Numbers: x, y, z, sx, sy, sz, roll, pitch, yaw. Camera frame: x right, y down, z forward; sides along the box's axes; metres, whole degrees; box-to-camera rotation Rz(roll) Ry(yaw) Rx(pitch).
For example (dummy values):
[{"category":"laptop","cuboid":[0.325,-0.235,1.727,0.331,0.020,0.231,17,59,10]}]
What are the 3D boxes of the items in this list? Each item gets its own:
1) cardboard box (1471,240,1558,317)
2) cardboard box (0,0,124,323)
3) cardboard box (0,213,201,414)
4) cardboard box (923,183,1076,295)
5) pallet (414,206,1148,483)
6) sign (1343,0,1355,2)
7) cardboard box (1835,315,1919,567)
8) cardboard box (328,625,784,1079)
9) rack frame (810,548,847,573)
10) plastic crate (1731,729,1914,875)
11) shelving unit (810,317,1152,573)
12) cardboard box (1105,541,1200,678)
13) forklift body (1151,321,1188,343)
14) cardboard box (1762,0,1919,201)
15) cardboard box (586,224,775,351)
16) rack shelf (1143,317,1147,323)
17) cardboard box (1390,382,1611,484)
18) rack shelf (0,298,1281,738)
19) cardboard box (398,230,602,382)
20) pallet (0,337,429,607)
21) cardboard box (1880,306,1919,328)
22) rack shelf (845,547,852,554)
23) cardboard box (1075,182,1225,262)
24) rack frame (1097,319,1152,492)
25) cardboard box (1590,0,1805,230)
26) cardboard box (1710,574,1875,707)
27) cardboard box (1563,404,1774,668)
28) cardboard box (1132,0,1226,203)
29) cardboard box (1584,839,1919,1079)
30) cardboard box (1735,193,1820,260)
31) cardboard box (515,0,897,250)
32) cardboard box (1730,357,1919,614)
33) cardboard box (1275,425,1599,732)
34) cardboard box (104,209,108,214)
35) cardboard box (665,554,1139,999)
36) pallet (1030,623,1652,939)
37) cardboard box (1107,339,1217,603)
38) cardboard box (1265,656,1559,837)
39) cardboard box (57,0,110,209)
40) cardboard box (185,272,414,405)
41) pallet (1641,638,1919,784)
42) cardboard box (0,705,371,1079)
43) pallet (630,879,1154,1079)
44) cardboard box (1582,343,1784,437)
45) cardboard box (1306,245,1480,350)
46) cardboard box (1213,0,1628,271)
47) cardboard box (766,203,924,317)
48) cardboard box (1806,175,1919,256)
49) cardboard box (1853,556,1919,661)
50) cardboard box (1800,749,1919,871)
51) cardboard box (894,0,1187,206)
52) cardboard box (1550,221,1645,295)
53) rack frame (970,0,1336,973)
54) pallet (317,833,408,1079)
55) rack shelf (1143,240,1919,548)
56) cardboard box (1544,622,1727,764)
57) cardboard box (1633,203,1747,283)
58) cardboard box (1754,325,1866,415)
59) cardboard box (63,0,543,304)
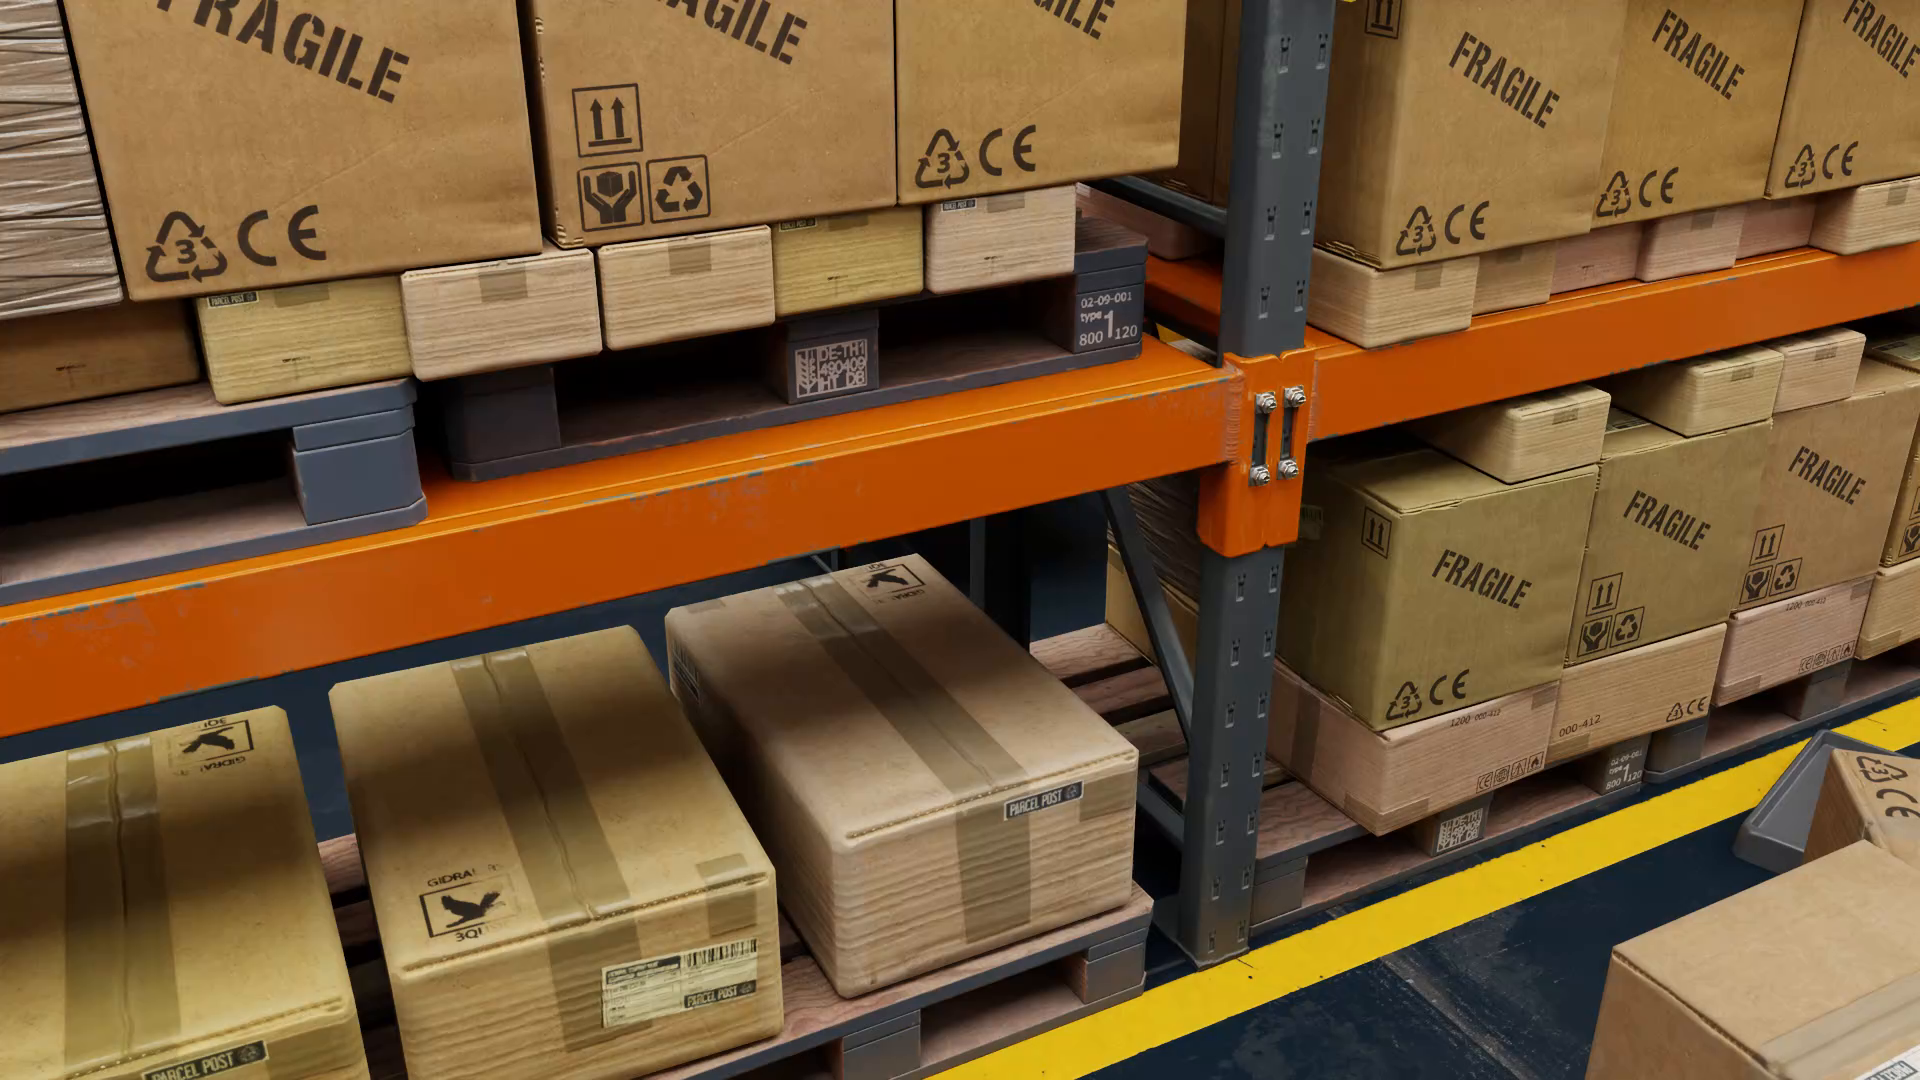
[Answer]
[{"category":"cardboard box","cuboid":[0.937,-0.570,3.261,0.250,0.149,0.380,-12,28,-24]},{"category":"cardboard box","cuboid":[-1.347,-0.545,1.976,0.500,0.500,0.500,-14,29,-27]},{"category":"cardboard box","cuboid":[-1.202,-0.319,2.254,0.250,0.149,0.380,-14,29,-27]},{"category":"cardboard box","cuboid":[-0.014,-0.536,2.705,0.250,0.149,0.380,-13,28,-24]},{"category":"pallet","cuboid":[-0.433,-0.483,3.013,1.213,0.211,1.003,-13,29,-25]},{"category":"sign","cuboid":[0.574,-0.981,2.489,0.005,0.325,0.100,-13,29,-25]},{"category":"cardboard box","cuboid":[2.348,-0.302,4.239,0.500,0.500,0.500,-14,29,-26]},{"category":"cardboard box","cuboid":[-0.784,0.581,3.125,0.625,0.372,0.950,-11,28,-22]},{"category":"rack frame","cuboid":[-0.455,-0.402,4.788,0.032,1.125,0.500,-13,29,-25]},{"category":"plastic crate","cuboid":[2.081,0.640,3.825,0.402,0.080,0.583,21,33,37]},{"category":"shelving unit","cuboid":[-0.006,-0.506,5.004,1.048,1.125,0.538,-13,29,-25]},{"category":"cardboard box","cuboid":[0.705,0.157,4.149,0.500,0.250,0.500,-12,28,-23]},{"category":"forklift body","cuboid":[0.686,-1.914,6.751,1.214,2.155,2.313,-13,29,-25]},{"category":"cardboard box","cuboid":[1.710,-1.041,3.493,0.500,0.500,0.500,-13,29,-26]},{"category":"cardboard box","cuboid":[-0.466,-0.423,2.470,0.250,0.149,0.380,-14,29,-26]},{"category":"rack shelf","cuboid":[-0.006,-0.770,4.877,1.000,0.278,0.538,-13,29,-25]},{"category":"cardboard box","cuboid":[1.096,-0.270,3.422,0.250,0.149,0.380,-13,28,-24]},{"category":"rack shelf","cuboid":[-1.455,0.062,2.487,4.000,0.370,1.077,-13,29,-25]},{"category":"cardboard box","cuboid":[-0.689,-0.369,2.359,0.250,0.149,0.380,-13,28,-25]},{"category":"pallet","cuboid":[-1.492,-0.188,2.397,1.213,0.211,1.003,-13,29,-25]},{"category":"cardboard box","cuboid":[2.506,-0.599,4.107,0.250,0.149,0.380,-12,28,-23]},{"category":"rack shelf","cuboid":[-0.006,-0.285,5.109,1.000,0.278,0.538,-13,29,-25]},{"category":"cardboard box","cuboid":[0.450,-0.739,3.613,0.250,0.149,0.380,-13,29,-26]},{"category":"rack frame","cuboid":[0.443,-0.609,5.219,0.032,1.125,0.500,-13,29,-25]},{"category":"cardboard box","cuboid":[1.261,-0.943,3.290,0.500,0.500,0.500,-13,29,-25]},{"category":"cardboard box","cuboid":[1.890,0.141,4.182,0.500,0.250,0.500,-13,29,-26]},{"category":"cardboard box","cuboid":[1.424,-0.088,3.794,0.500,0.500,0.500,-12,28,-23]},{"category":"cardboard box","cuboid":[0.585,-1.035,3.480,0.500,0.500,0.500,-14,29,-26]},{"category":"cardboard box","cuboid":[1.174,0.789,2.154,0.500,0.500,0.500,-13,29,-25]},{"category":"cardboard box","cuboid":[1.612,-0.739,3.613,0.250,0.149,0.380,-13,29,-25]},{"category":"cardboard box","cuboid":[-0.427,-0.755,2.413,0.500,0.500,0.500,-13,28,-25]},{"category":"cardboard box","cuboid":[1.883,-0.193,4.012,0.500,0.500,0.500,-11,28,-22]},{"category":"cardboard box","cuboid":[0.958,0.025,3.557,0.500,0.500,0.500,-12,28,-23]},{"category":"cardboard box","cuboid":[-1.490,-0.499,2.629,0.250,0.149,0.380,-12,28,-23]},{"category":"cardboard box","cuboid":[-0.152,0.433,3.433,0.625,0.372,0.950,-13,28,-24]},{"category":"pallet","cuboid":[0.886,0.437,4.096,1.213,0.211,1.003,-13,29,-25]},{"category":"cardboard box","cuboid":[0.706,-0.181,3.986,0.500,0.500,0.500,-13,29,-26]},{"category":"cardboard box","cuboid":[0.958,0.363,3.719,0.500,0.250,0.500,-14,29,-27]},{"category":"cardboard box","cuboid":[-1.571,-0.746,2.394,0.500,0.500,0.500,-14,29,-27]},{"category":"cardboard box","cuboid":[-0.921,-0.333,2.284,0.250,0.149,0.380,-13,29,-25]},{"category":"pallet","cuboid":[1.964,0.187,4.617,1.213,0.211,1.003,-13,29,-25]},{"category":"cardboard box","cuboid":[-1.397,0.723,2.829,0.625,0.372,0.950,-12,28,-23]},{"category":"pallet","cuboid":[-0.376,0.746,3.452,1.213,0.211,1.003,-13,29,-25]},{"category":"cardboard box","cuboid":[1.549,-0.375,3.641,0.250,0.149,0.380,-12,28,-23]},{"category":"cardboard box","cuboid":[0.739,-0.498,3.113,0.250,0.149,0.380,-13,29,-25]},{"category":"cardboard box","cuboid":[0.829,-0.832,3.059,0.500,0.500,0.500,-13,29,-25]},{"category":"cardboard box","cuboid":[-0.255,-0.489,2.607,0.250,0.149,0.380,-14,29,-27]},{"category":"cardboard box","cuboid":[1.872,-0.755,3.648,0.250,0.149,0.380,-13,28,-25]},{"category":"cardboard box","cuboid":[2.333,0.044,4.384,0.500,0.250,0.500,-14,29,-27]},{"category":"cardboard box","cuboid":[1.896,0.757,3.092,0.500,0.500,0.500,5,26,11]},{"category":"cardboard box","cuboid":[0.010,-0.857,2.624,0.500,0.500,0.500,-14,29,-26]},{"category":"cardboard box","cuboid":[1.157,-0.635,3.398,0.250,0.149,0.380,-13,29,-25]},{"category":"rack frame","cuboid":[0.310,-0.670,3.180,0.127,3.000,1.000,-13,29,-25]},{"category":"pallet","cuboid":[-1.454,0.996,2.931,1.213,0.211,1.003,-13,29,-25]},{"category":"rack shelf","cuboid":[2.075,-0.753,4.184,4.000,0.370,1.077,-13,29,-25]},{"category":"cardboard box","cuboid":[1.423,0.250,3.955,0.500,0.250,0.500,-11,28,-22]},{"category":"cardboard box","cuboid":[1.392,-0.672,3.475,0.250,0.149,0.380,-12,28,-24]},{"category":"cardboard box","cuboid":[1.785,-0.431,3.758,0.250,0.149,0.380,-11,28,-22]},{"category":"cardboard box","cuboid":[-0.885,-0.652,2.199,0.500,0.500,0.500,-12,28,-23]}]
